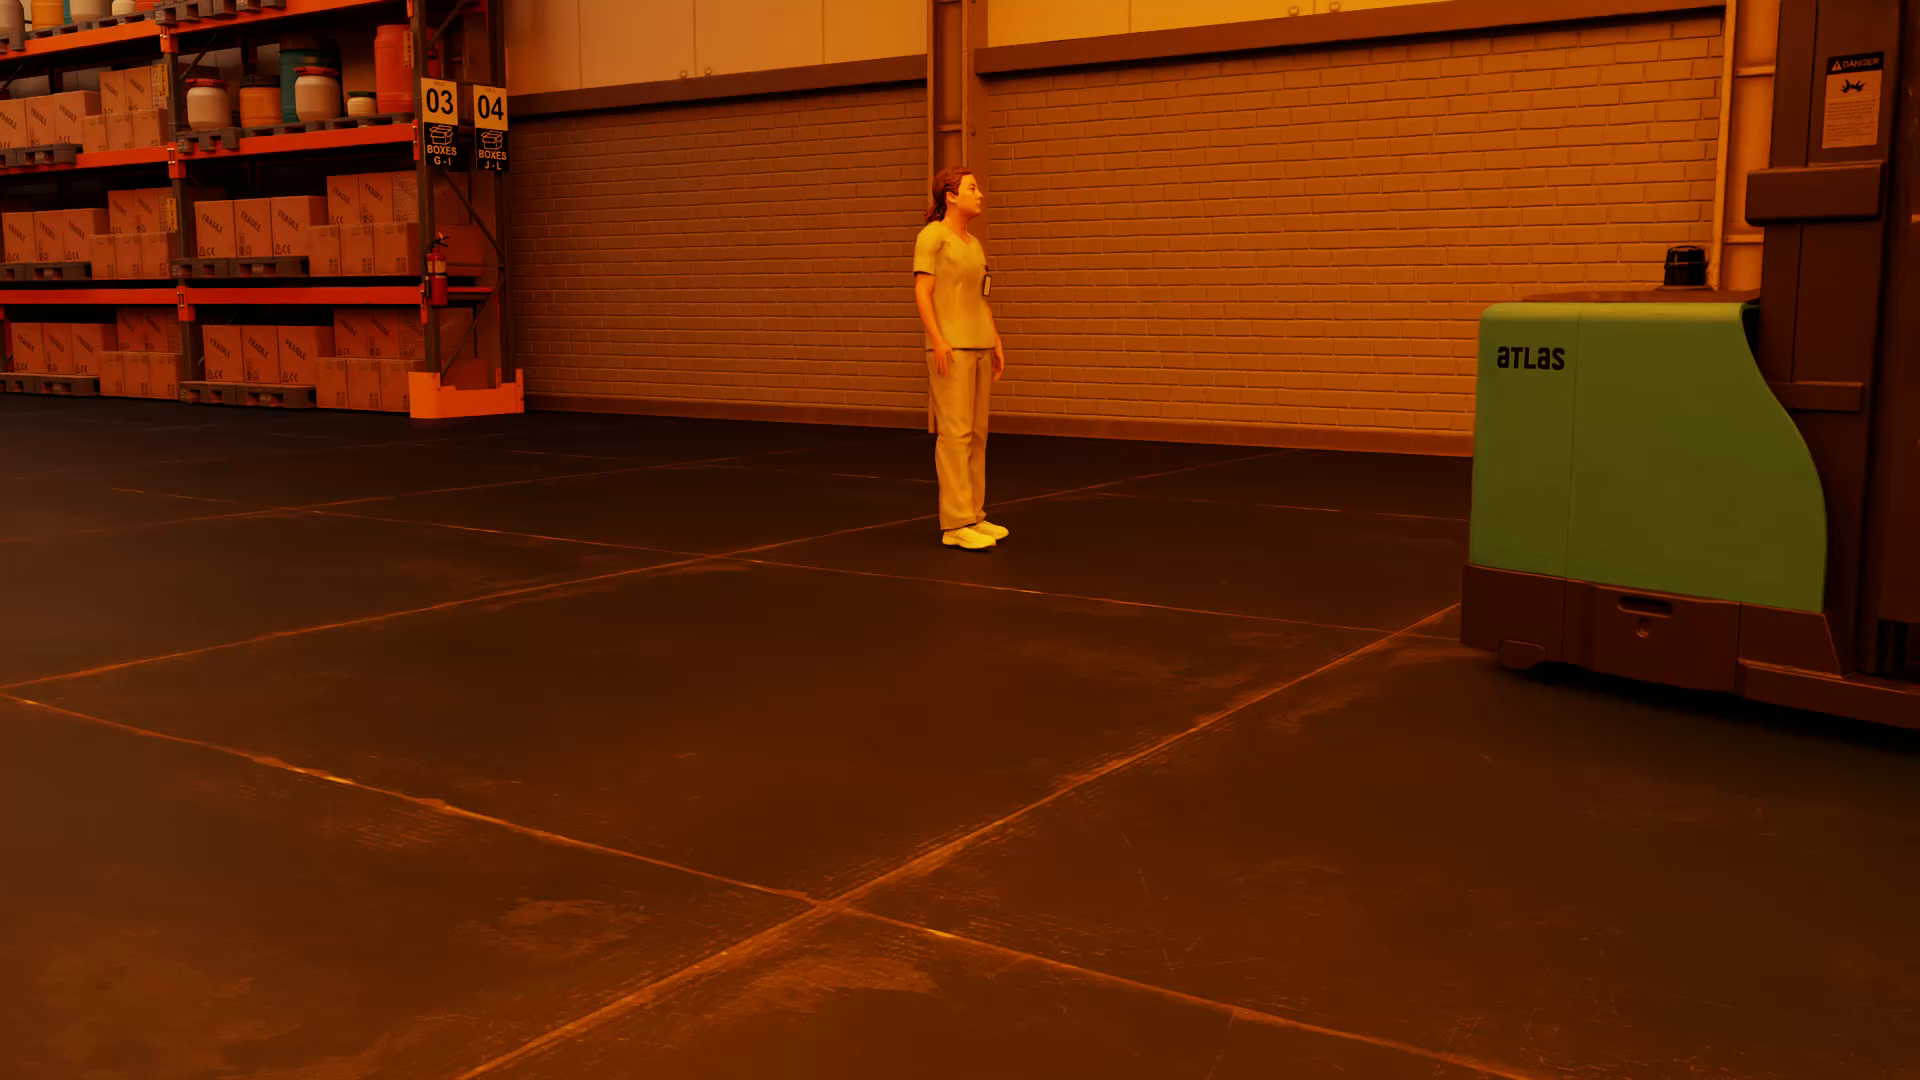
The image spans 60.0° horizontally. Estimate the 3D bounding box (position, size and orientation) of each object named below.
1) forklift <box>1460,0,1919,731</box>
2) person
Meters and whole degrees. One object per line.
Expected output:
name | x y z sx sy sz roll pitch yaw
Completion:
forklift | 2.811 -0.957 3.926 1.130 2.935 3.031 -7 10 -39
person | 0.054 -0.830 7.432 0.548 1.673 0.549 5 10 34
